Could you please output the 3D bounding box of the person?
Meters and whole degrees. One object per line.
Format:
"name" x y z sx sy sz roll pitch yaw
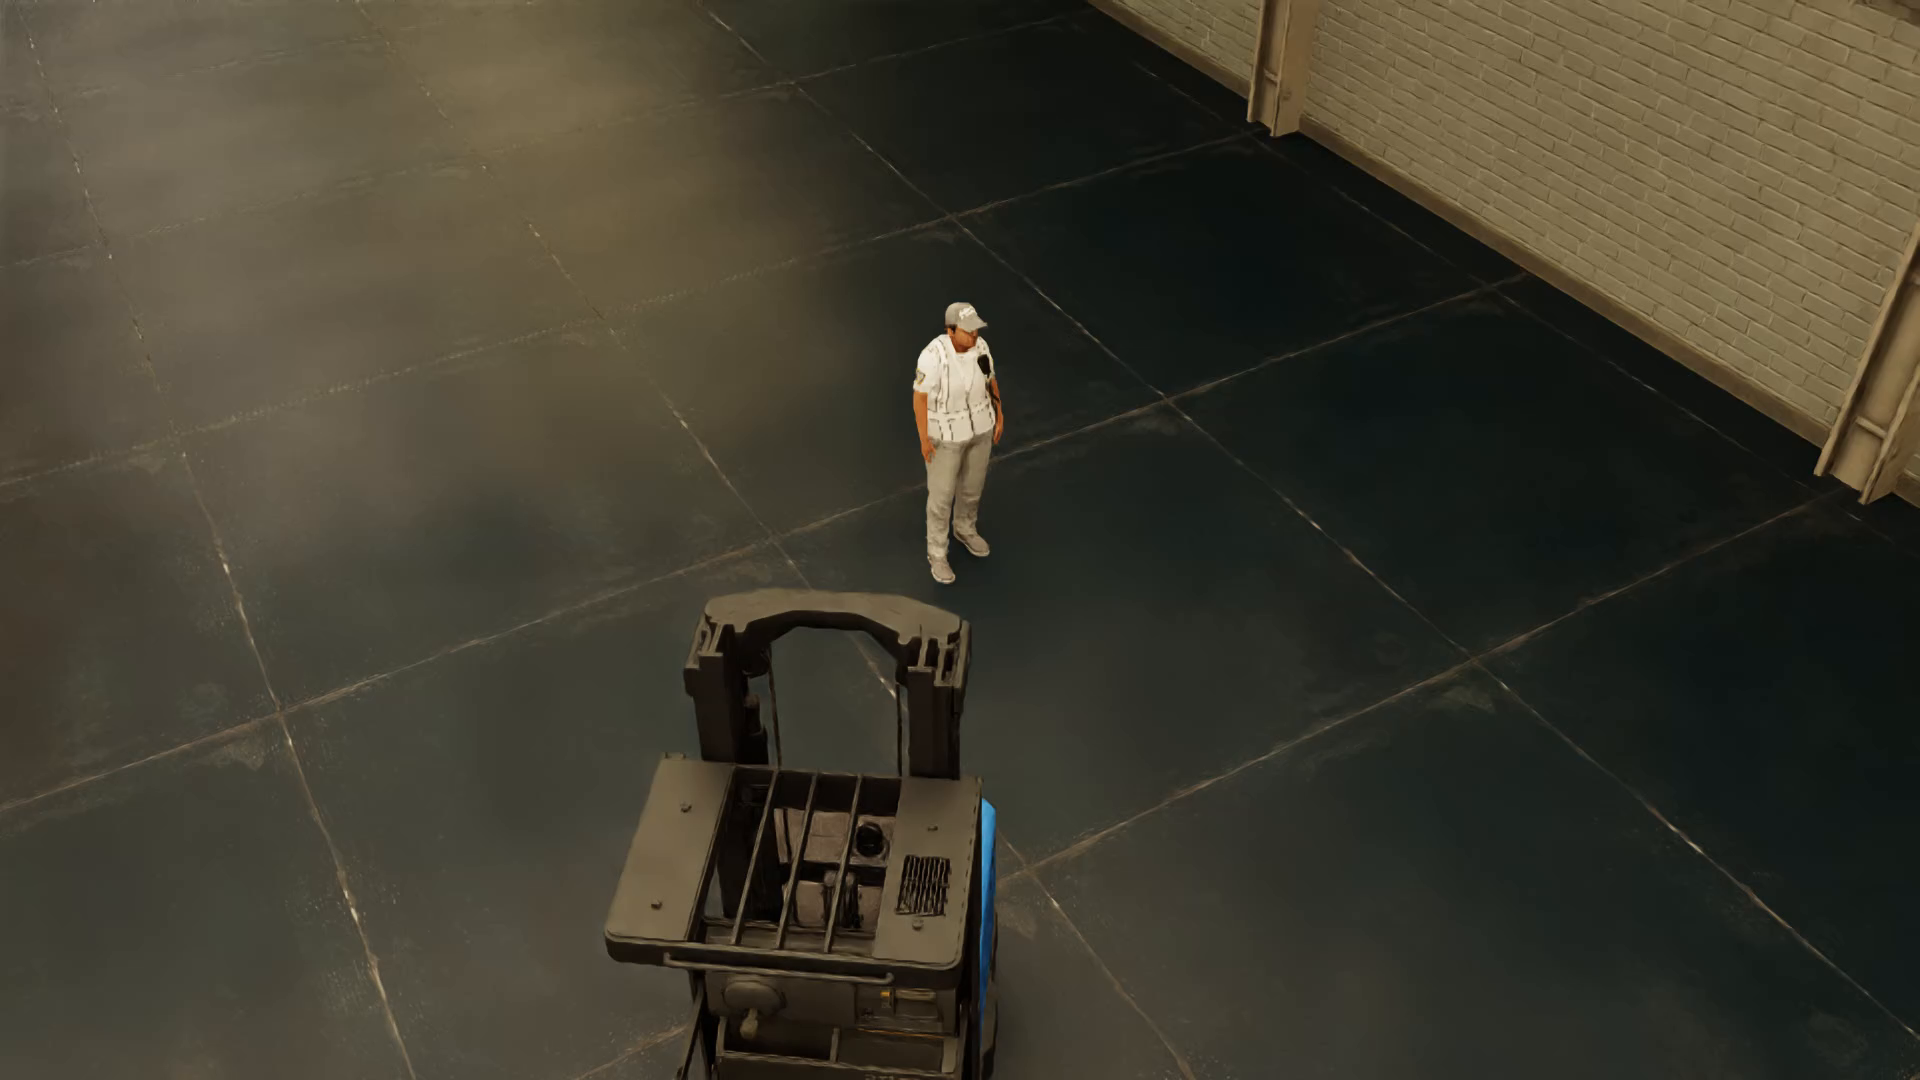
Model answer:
"person" 0.019 -0.598 9.735 0.598 1.669 0.529 -20 44 -23

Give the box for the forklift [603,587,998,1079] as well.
"forklift" -0.494 1.730 5.951 1.130 2.935 3.031 4 40 5
